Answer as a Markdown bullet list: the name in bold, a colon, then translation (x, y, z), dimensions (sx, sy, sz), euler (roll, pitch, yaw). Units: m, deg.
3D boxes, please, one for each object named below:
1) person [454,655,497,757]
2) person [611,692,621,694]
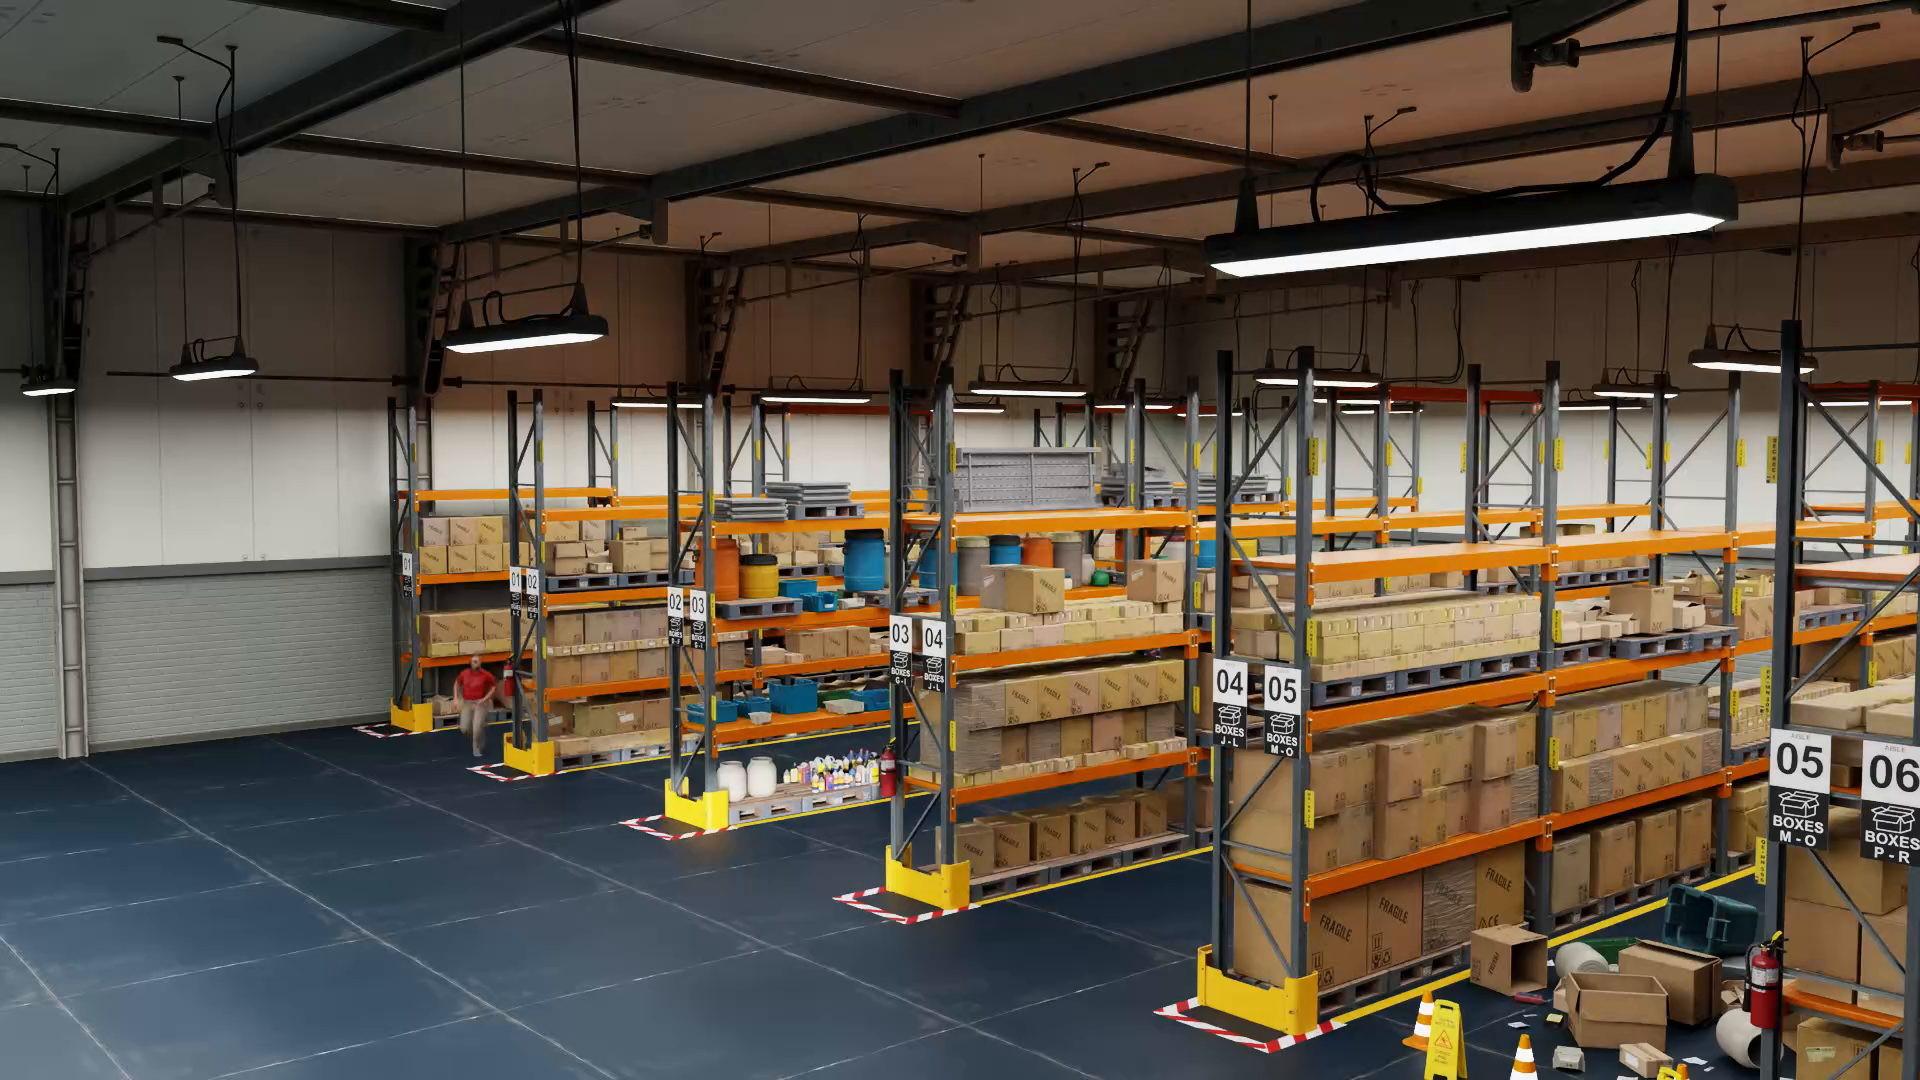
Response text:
- **person**: translation (-8.007, 2.732, 27.464), dimensions (0.721, 1.681, 0.548), euler (0, 3, 5)
- **person**: translation (-6.227, 2.579, 30.091), dimensions (0.589, 1.674, 0.963), euler (2, 4, 26)
